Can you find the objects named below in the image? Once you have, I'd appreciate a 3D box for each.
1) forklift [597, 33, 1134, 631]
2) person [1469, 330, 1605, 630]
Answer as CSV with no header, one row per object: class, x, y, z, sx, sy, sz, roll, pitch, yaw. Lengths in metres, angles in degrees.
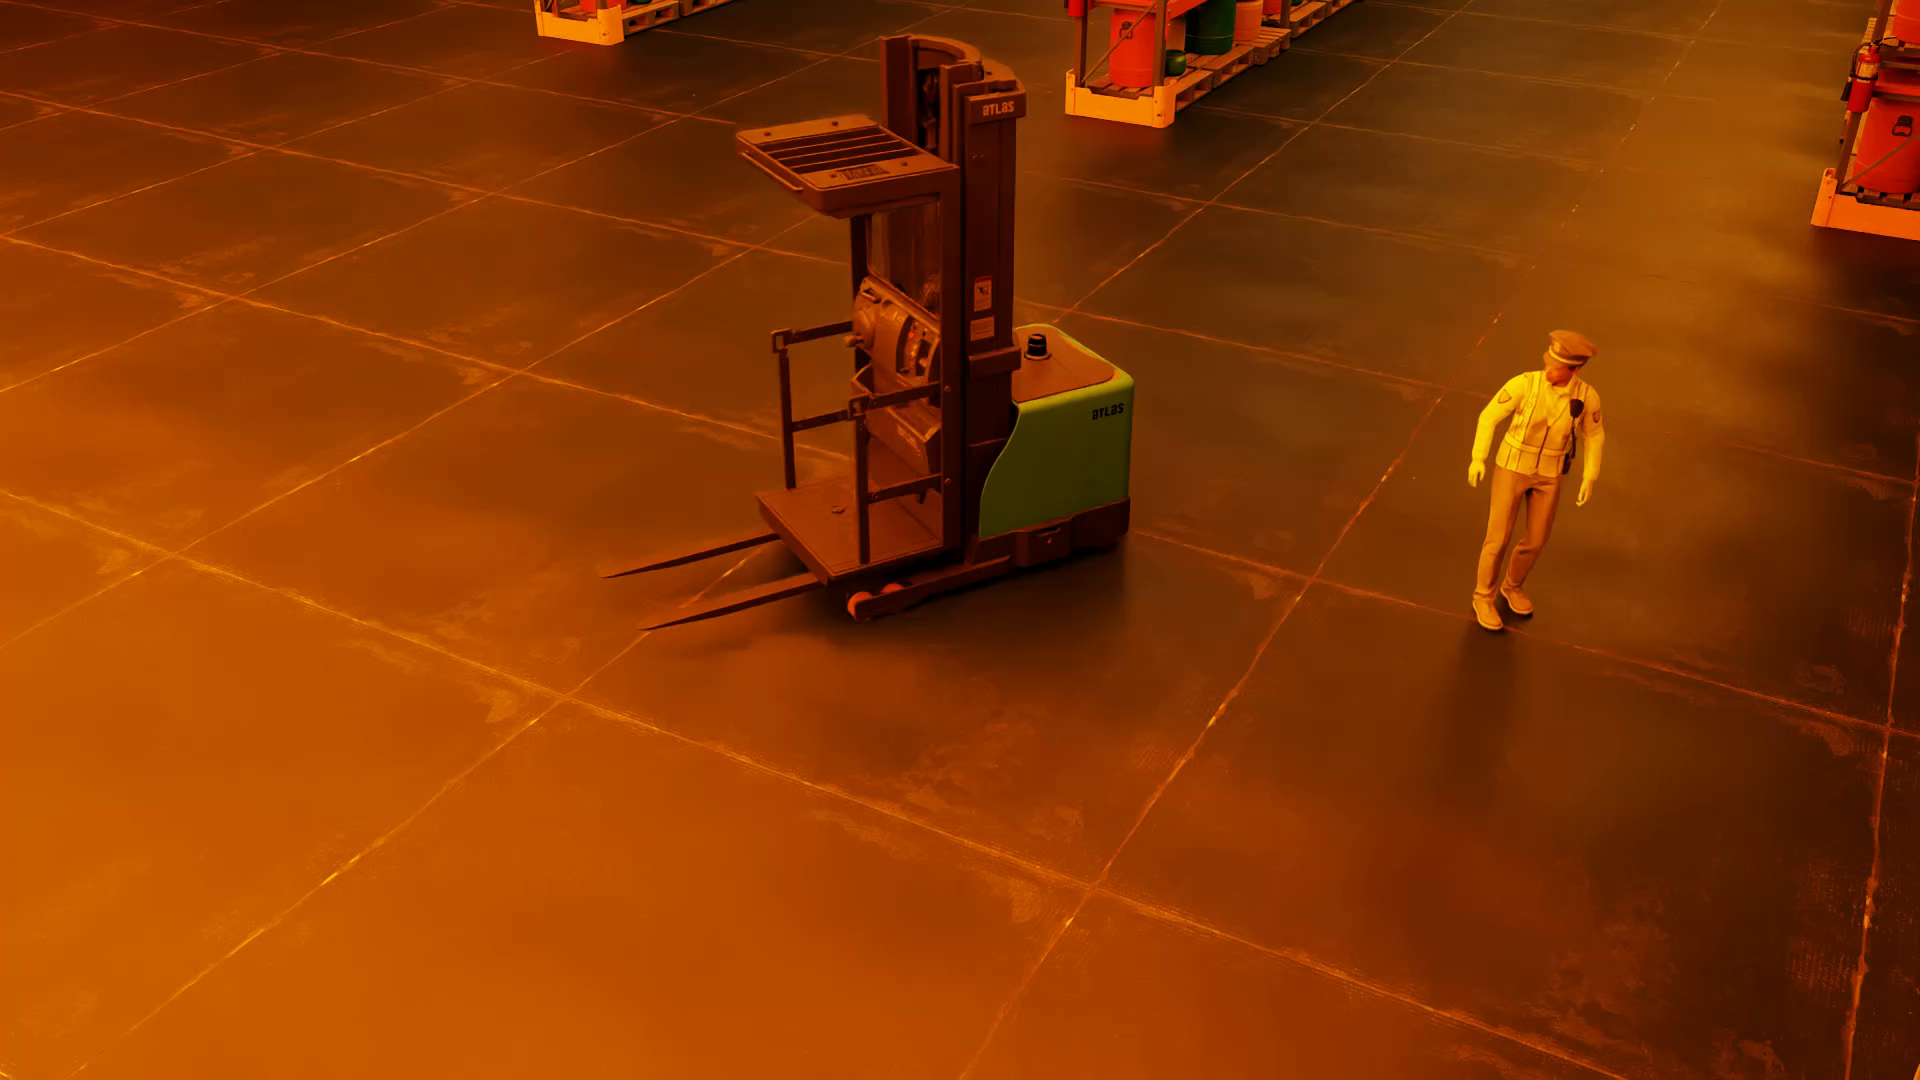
forklift,-0.531,-1.116,9.005,3.031,2.935,1.130,-16,33,-25
person,3.082,-0.319,8.901,0.687,1.658,0.459,2,30,4
